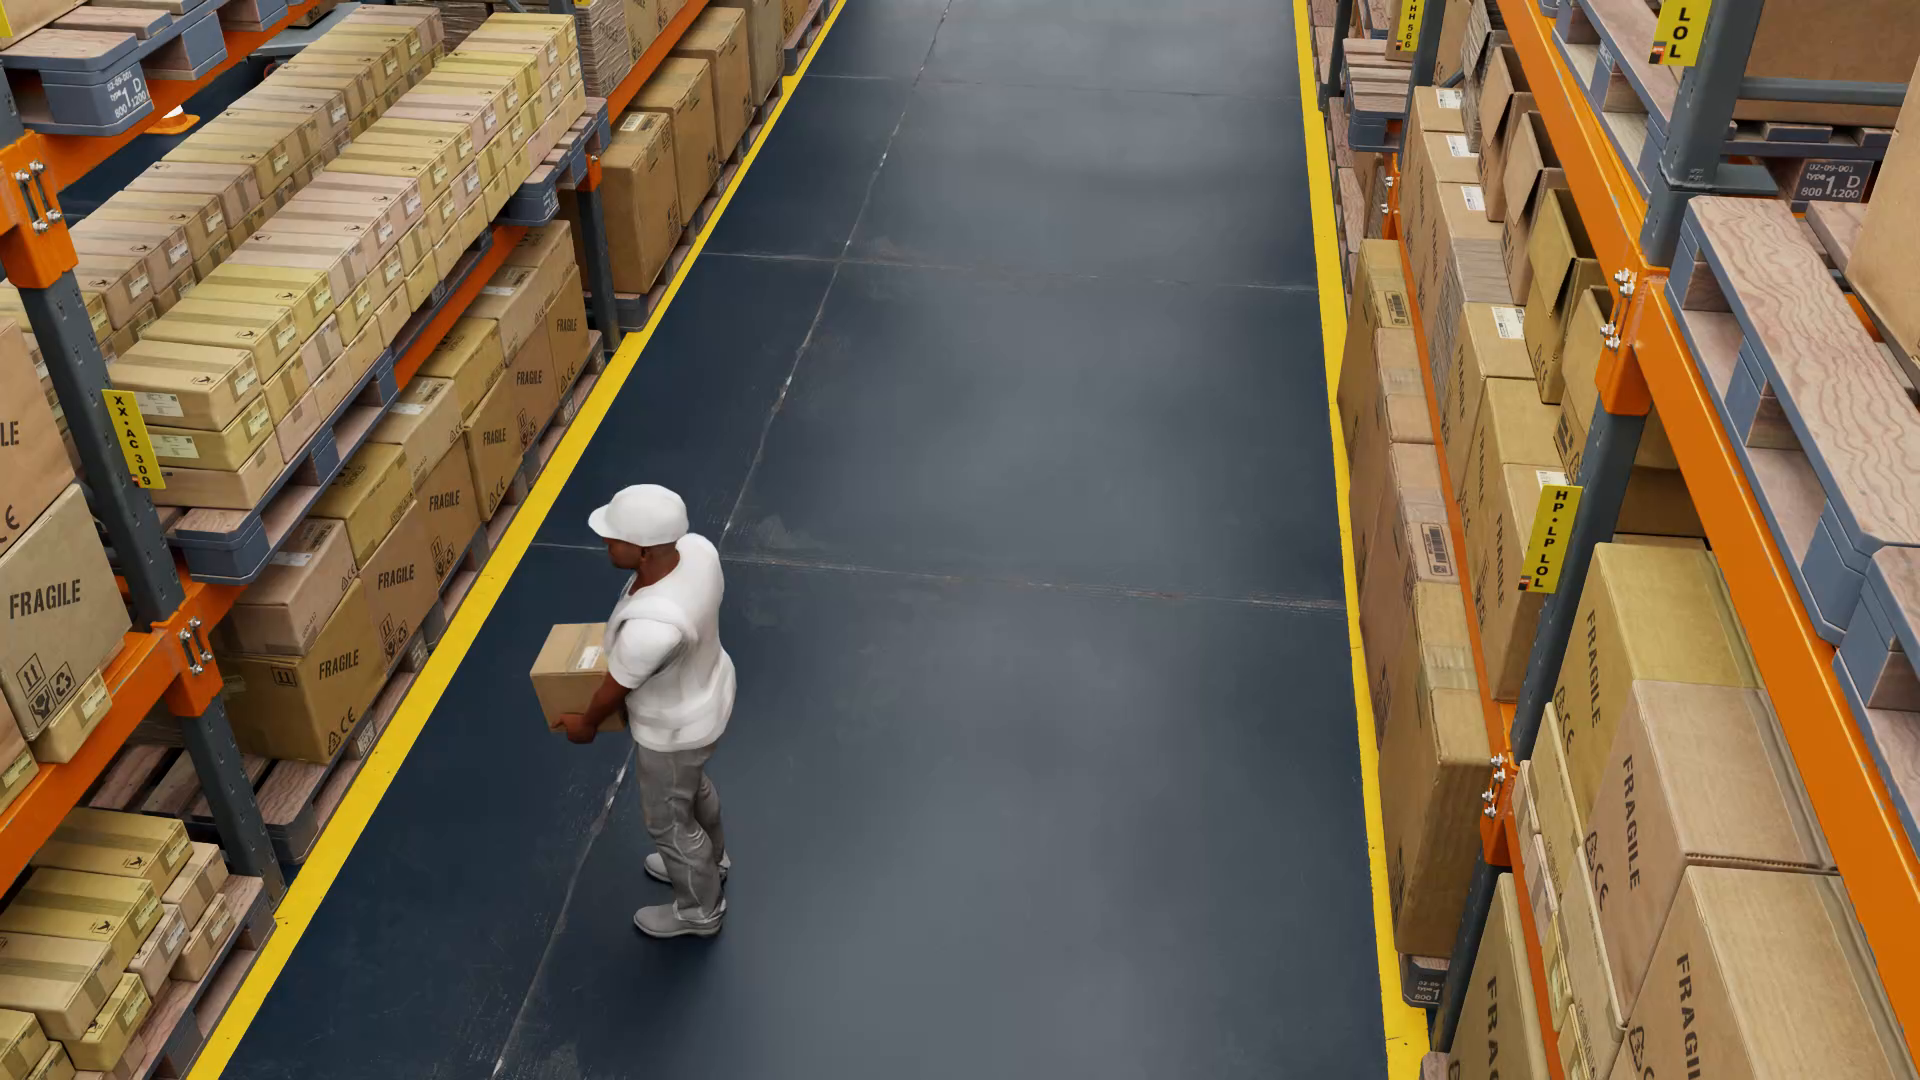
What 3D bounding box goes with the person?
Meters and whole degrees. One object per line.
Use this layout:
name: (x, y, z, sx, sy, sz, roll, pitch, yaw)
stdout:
person: (-1.010, 0.556, 5.362, 0.561, 1.763, 0.505, 4, 36, 5)
